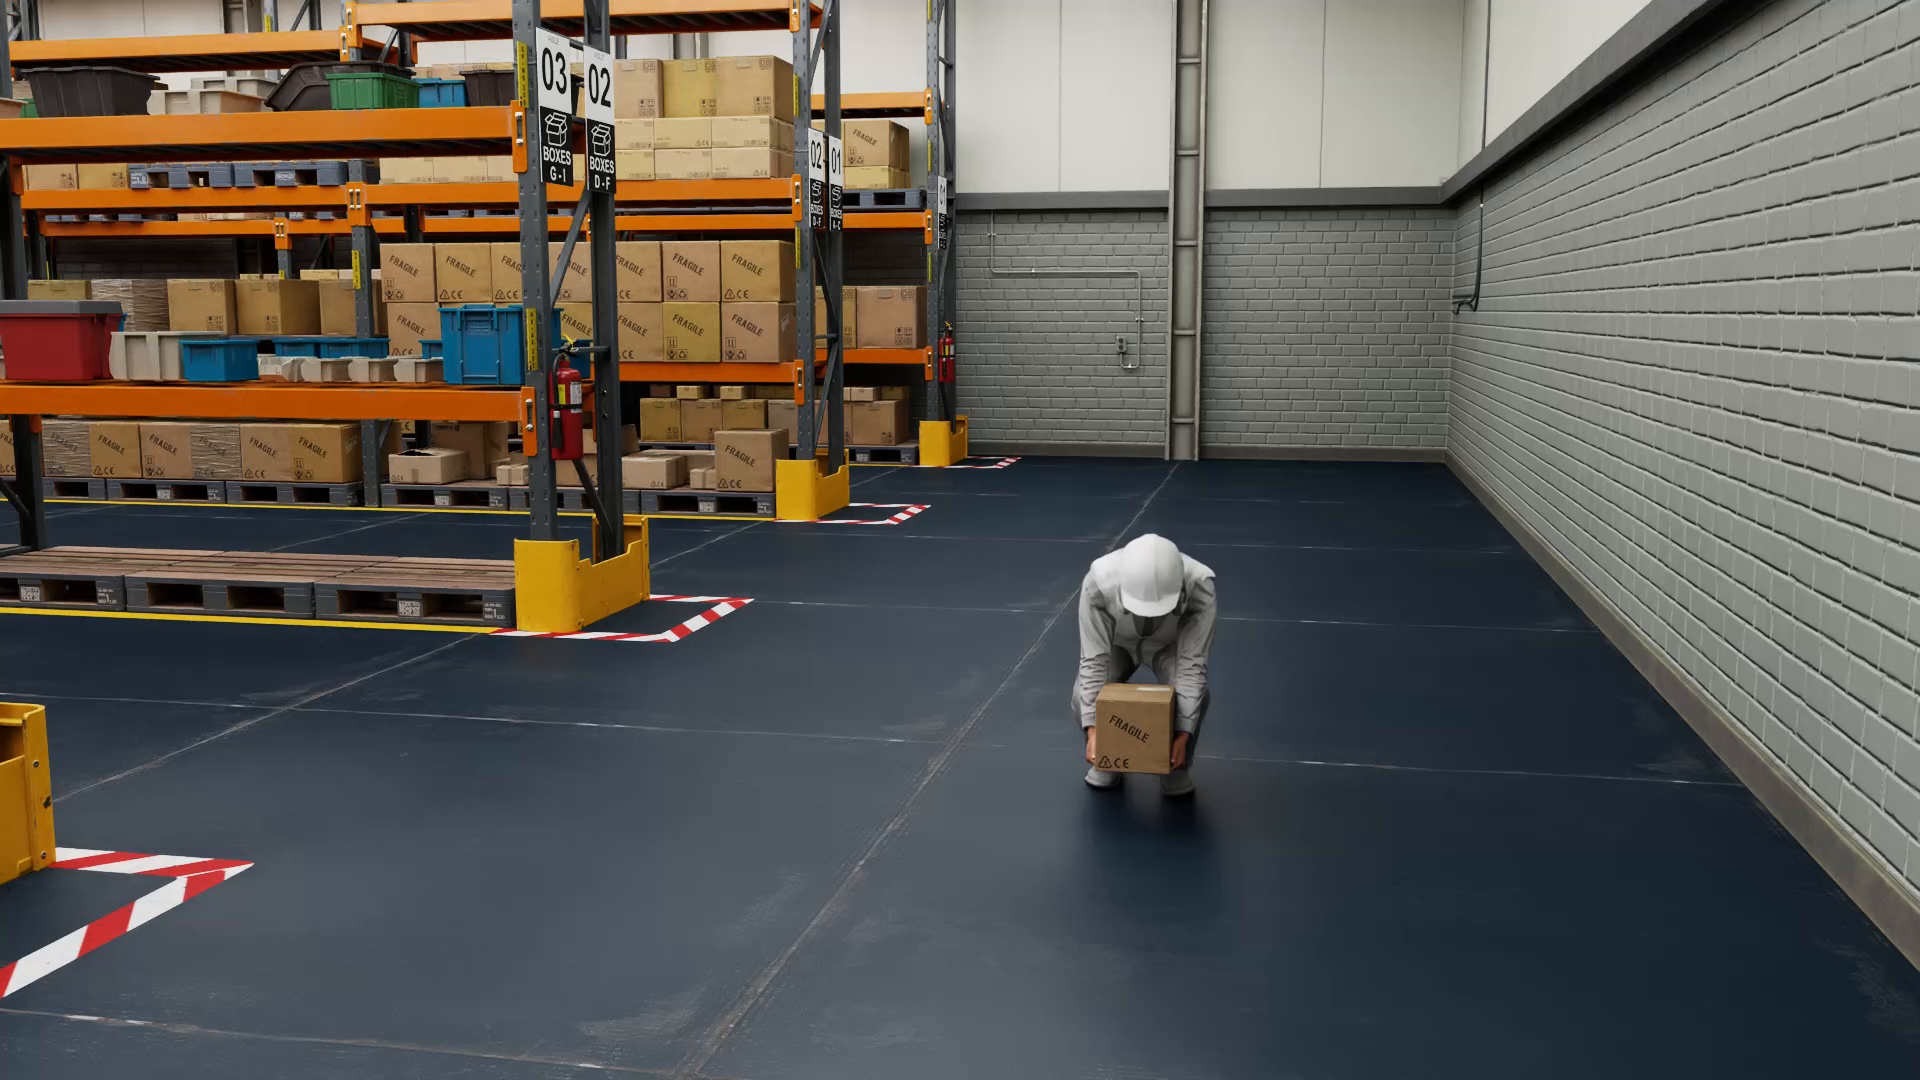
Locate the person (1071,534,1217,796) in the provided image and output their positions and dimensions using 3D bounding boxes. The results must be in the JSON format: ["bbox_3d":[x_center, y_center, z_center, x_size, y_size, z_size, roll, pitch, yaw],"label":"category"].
[{"bbox_3d":[0.657,0.428,5.963,0.503,1.004,0.920,1,8,10],"label":"person"}]
